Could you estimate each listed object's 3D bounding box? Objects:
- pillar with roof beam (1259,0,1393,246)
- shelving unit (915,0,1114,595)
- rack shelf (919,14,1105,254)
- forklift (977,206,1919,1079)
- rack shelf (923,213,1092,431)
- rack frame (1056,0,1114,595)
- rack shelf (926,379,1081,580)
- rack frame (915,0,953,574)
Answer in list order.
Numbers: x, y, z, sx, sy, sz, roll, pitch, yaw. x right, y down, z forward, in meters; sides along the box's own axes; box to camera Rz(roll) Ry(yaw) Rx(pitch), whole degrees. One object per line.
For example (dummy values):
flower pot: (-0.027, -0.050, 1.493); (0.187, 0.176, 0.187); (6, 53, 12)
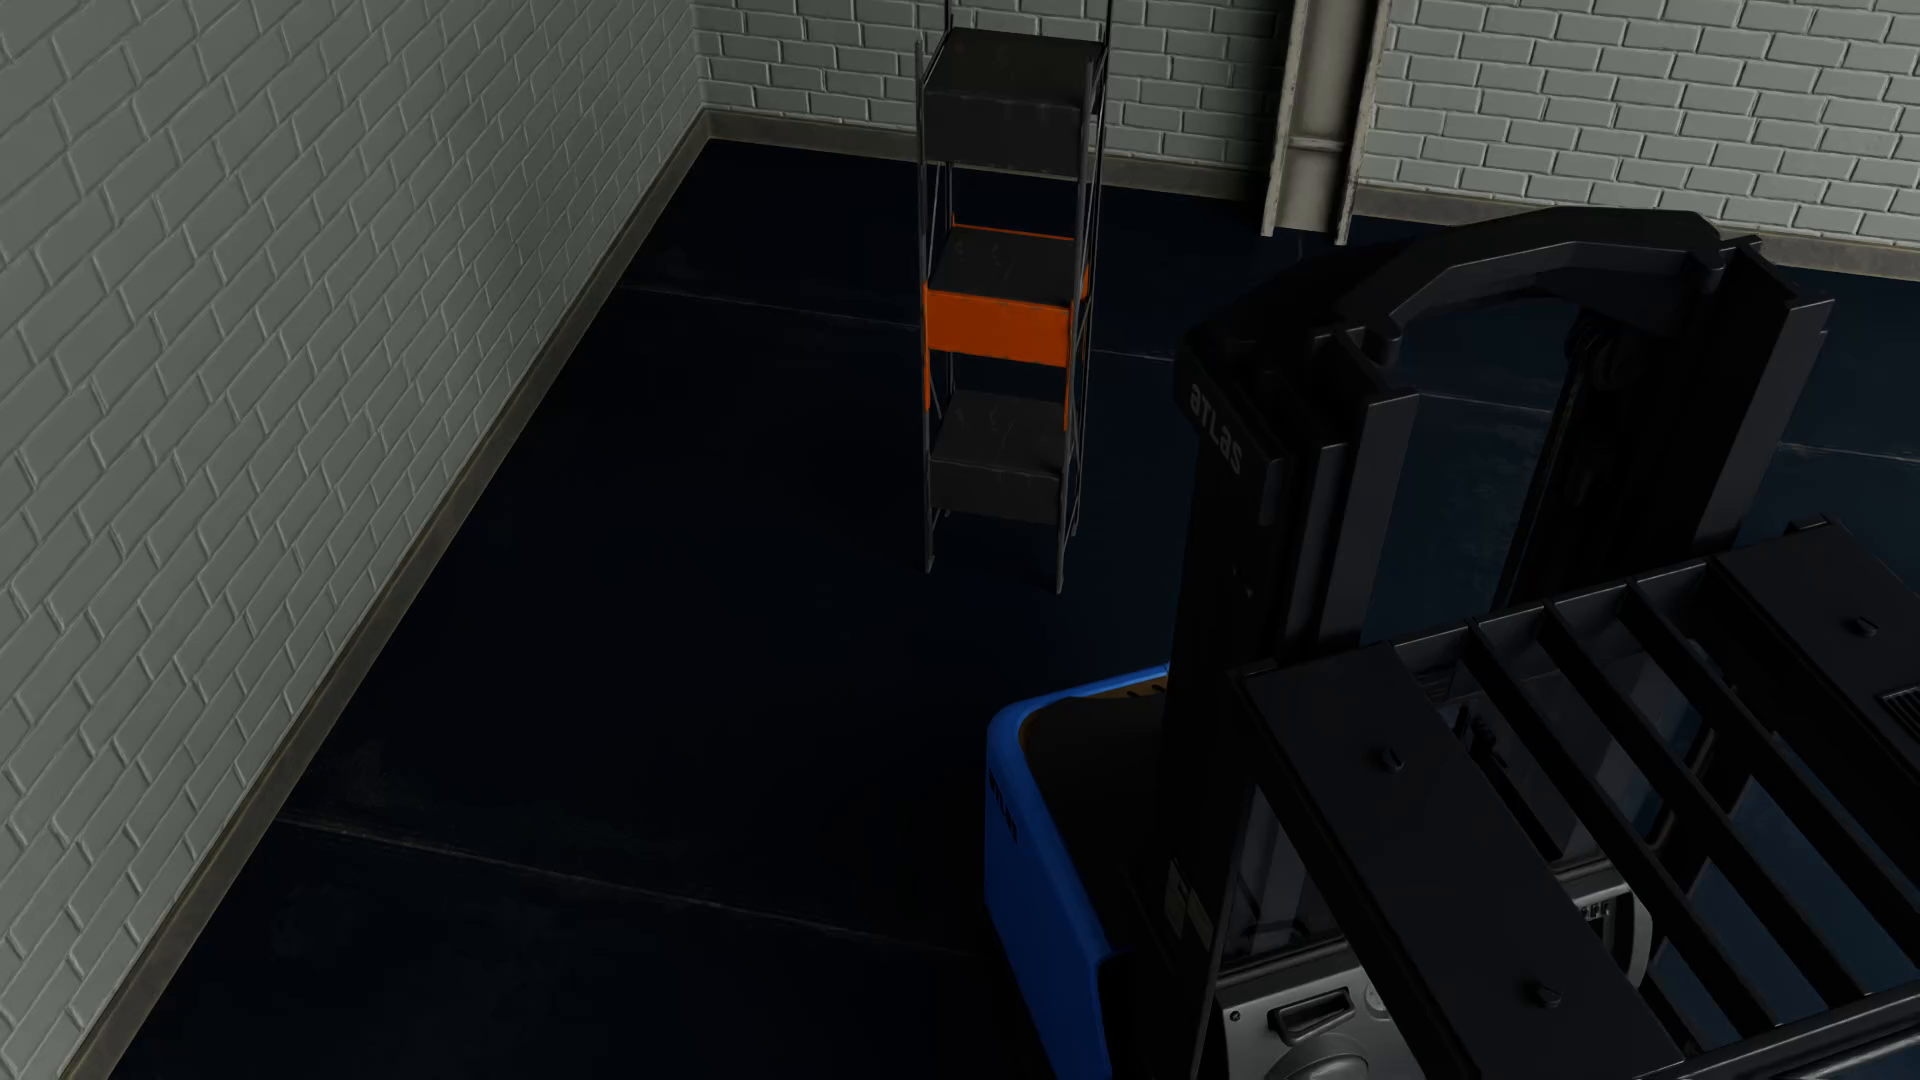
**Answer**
pillar with roof beam: (0.677, -1.818, 1.650); (0.400, 9.000, 9.100); (9, 45, 9)
shelving unit: (0.162, -0.731, 5.496); (0.503, 2.100, 0.431); (9, 45, 9)
rack shelf: (0.162, -1.226, 5.020); (0.480, 0.518, 0.431); (9, 45, 9)
forklift: (1.003, 1.013, 3.084); (1.130, 2.935, 3.031); (-13, 45, -13)
rack shelf: (0.162, -0.722, 5.505); (0.480, 0.518, 0.431); (9, 45, 9)
rack frame: (0.400, -0.694, 5.457); (0.015, 2.100, 0.400); (9, 45, 9)
rack shelf: (0.162, -0.217, 5.991); (0.480, 0.518, 0.431); (9, 45, 9)
rack frame: (-0.077, -0.768, 5.534); (0.015, 2.100, 0.400); (9, 45, 9)
